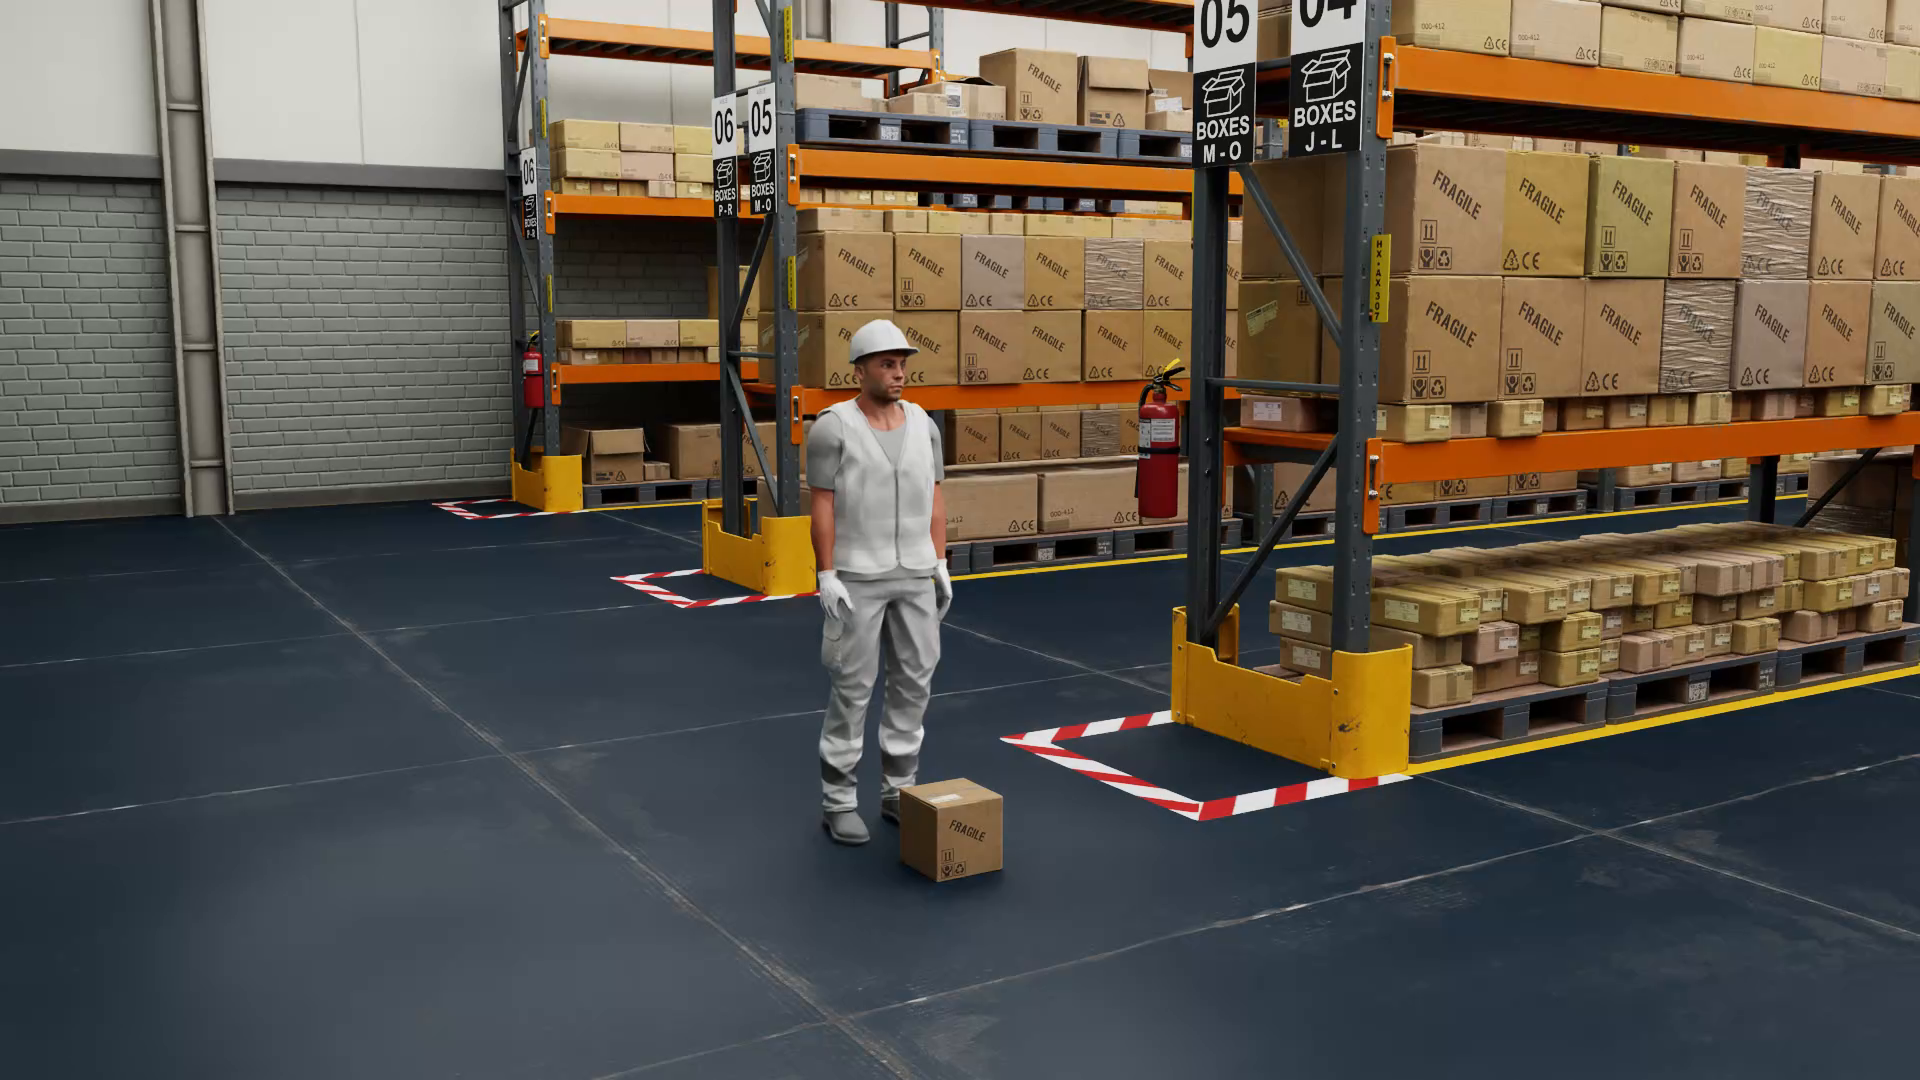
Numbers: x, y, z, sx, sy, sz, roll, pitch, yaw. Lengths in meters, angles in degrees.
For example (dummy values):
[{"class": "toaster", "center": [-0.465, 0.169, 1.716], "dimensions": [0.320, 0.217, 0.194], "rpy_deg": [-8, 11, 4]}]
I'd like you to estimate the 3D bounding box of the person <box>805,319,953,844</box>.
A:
[{"class": "person", "center": [-0.270, 0.137, 5.792], "dimensions": [0.524, 1.794, 0.335], "rpy_deg": [-5, 9, -30]}]
